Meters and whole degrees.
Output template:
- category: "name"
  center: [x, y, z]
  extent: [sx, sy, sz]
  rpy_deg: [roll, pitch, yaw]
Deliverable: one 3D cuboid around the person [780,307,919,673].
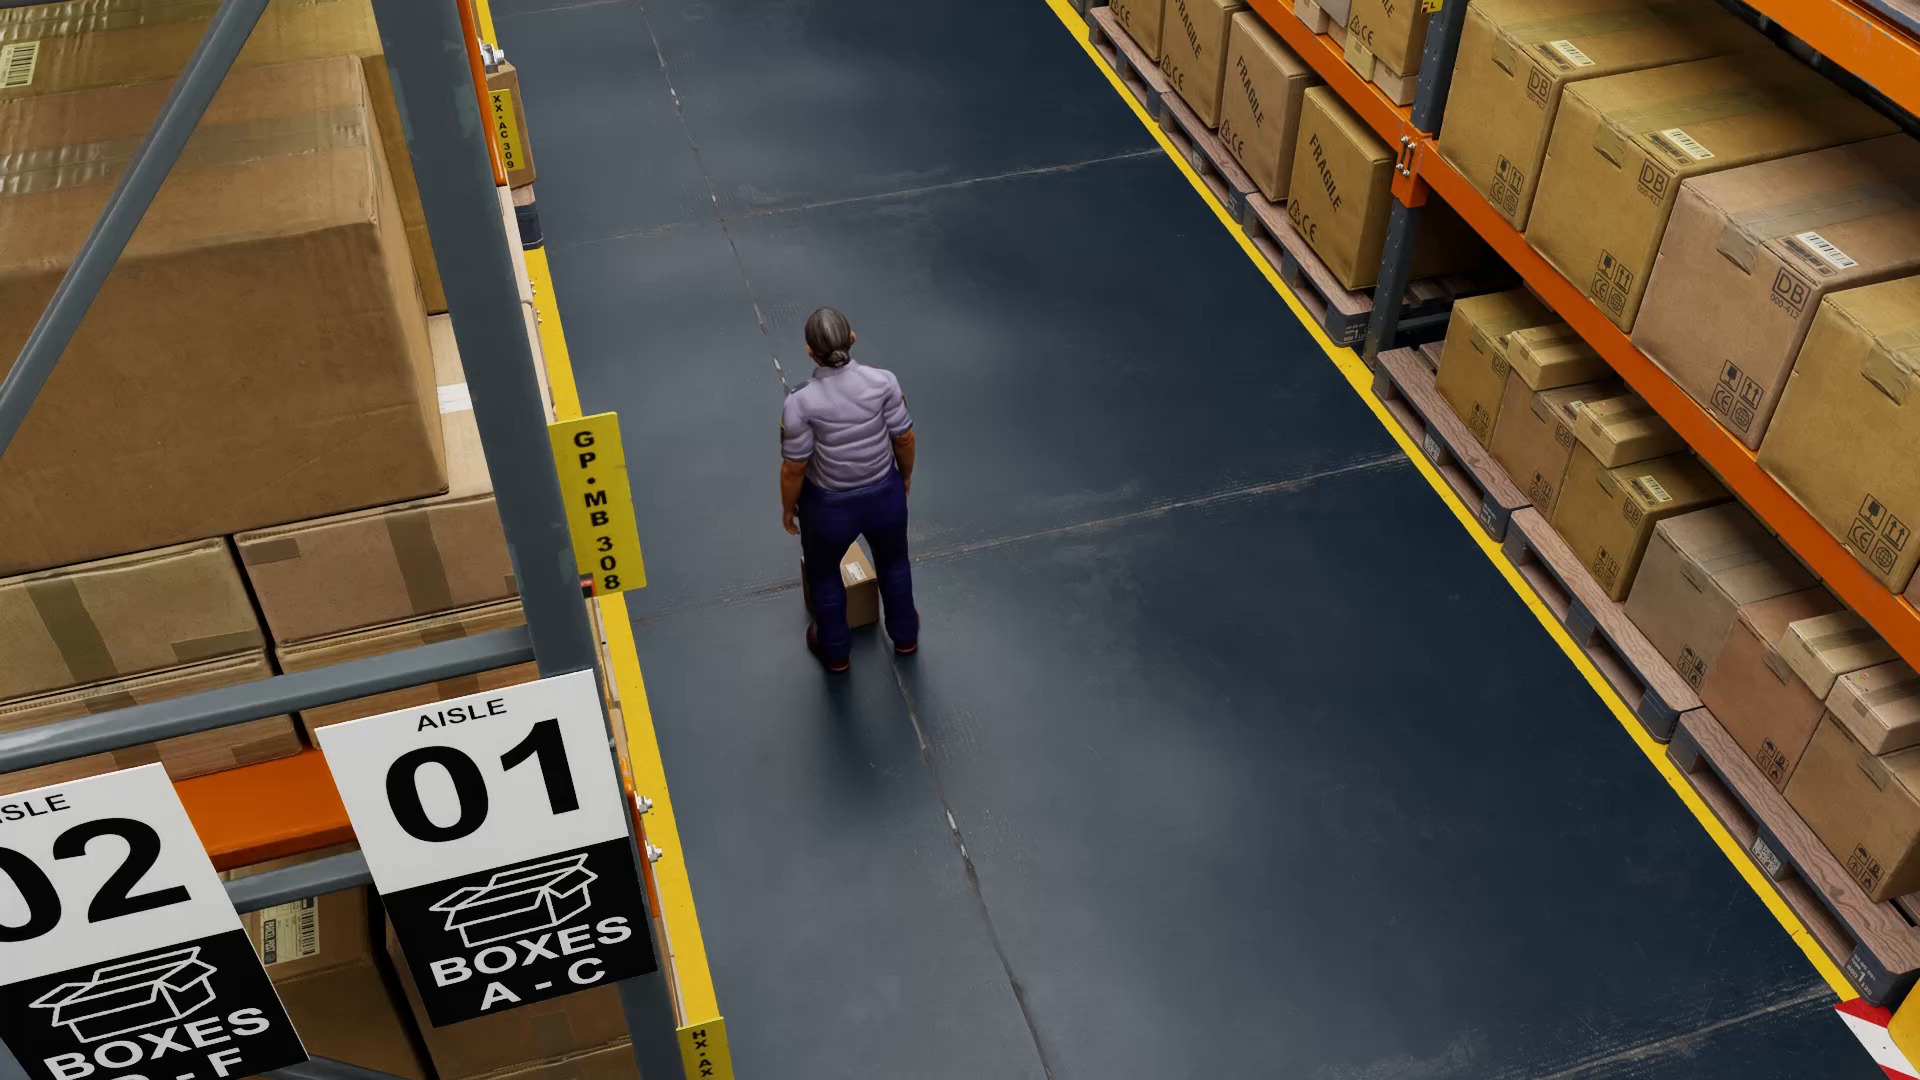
- category: "person"
  center: [-0.408, -0.160, 6.342]
  extent: [0.565, 1.651, 0.371]
  rpy_deg: [-15, 44, -15]
